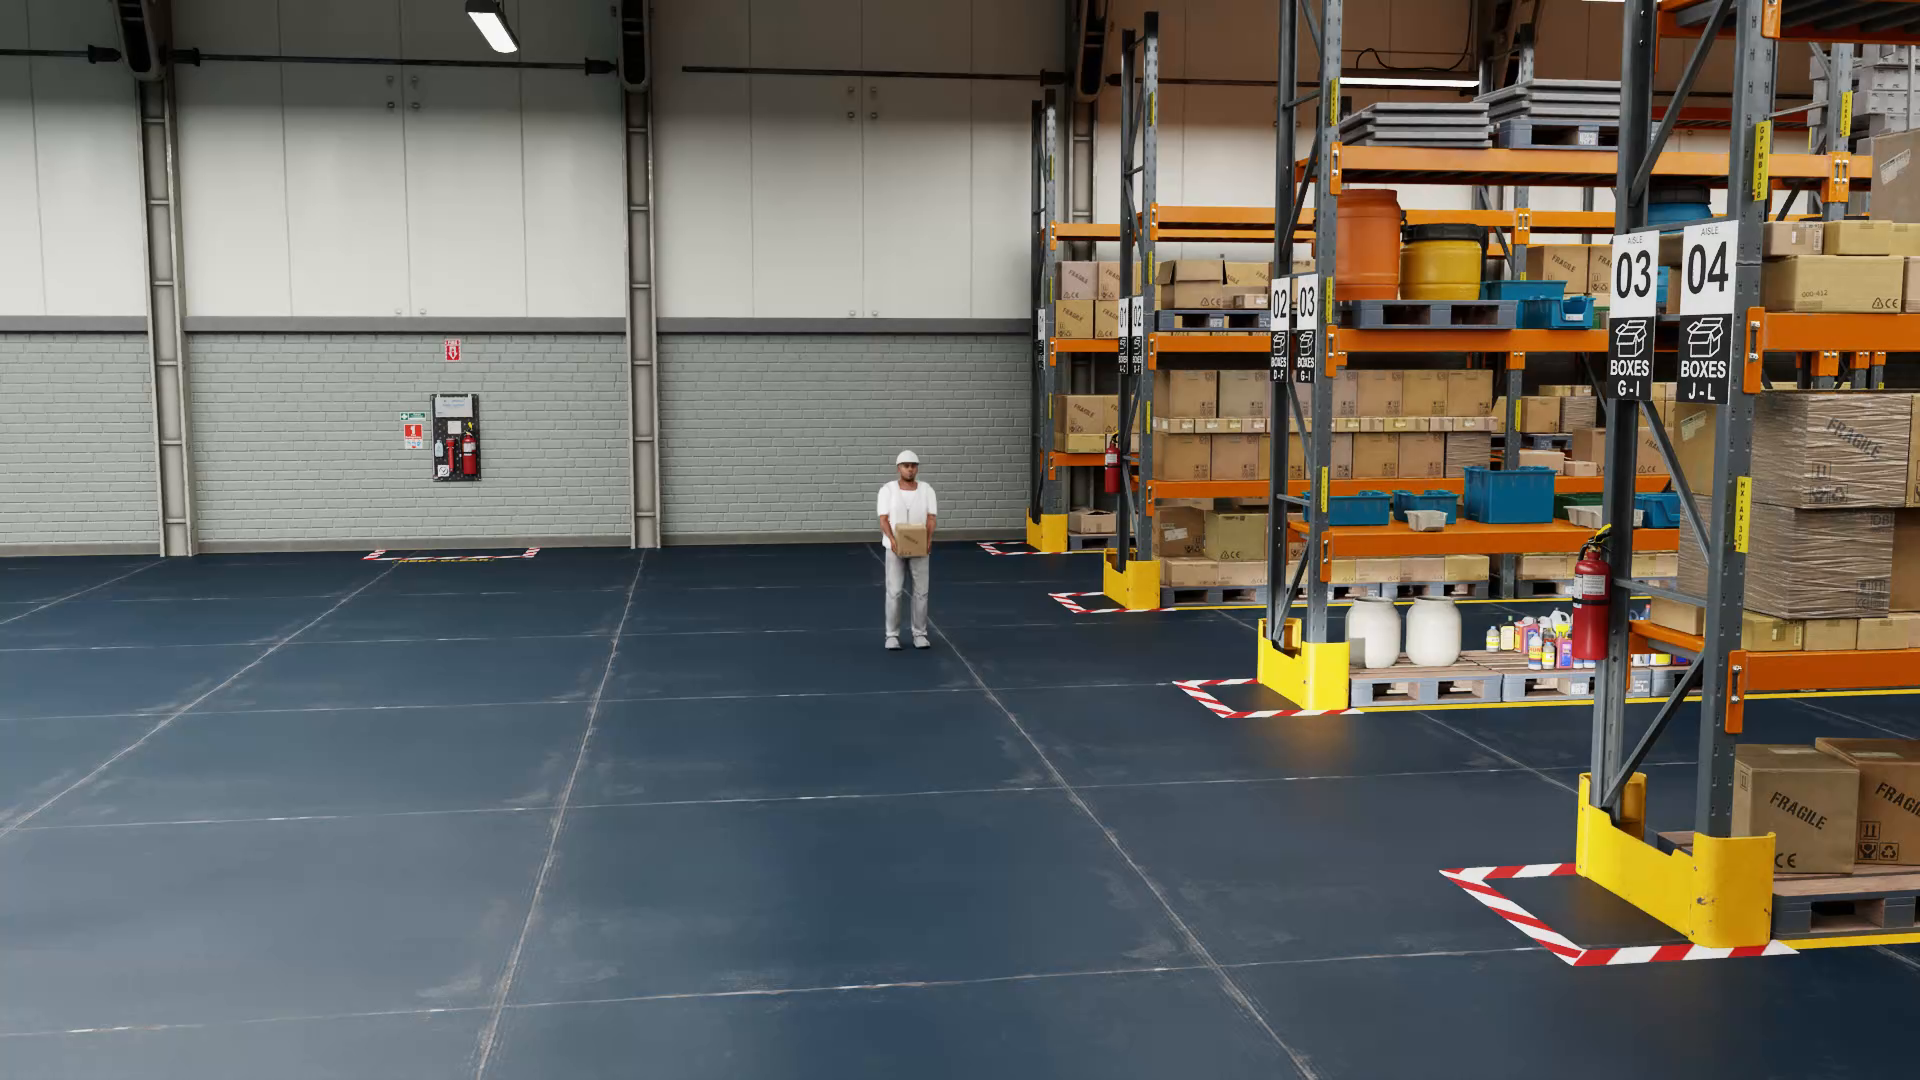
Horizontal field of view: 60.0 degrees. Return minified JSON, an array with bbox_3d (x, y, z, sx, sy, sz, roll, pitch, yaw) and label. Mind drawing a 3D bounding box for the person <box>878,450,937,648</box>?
[{"bbox_3d":[-0.457,0.088,14.819,0.535,1.769,0.560,-1,7,-9],"label":"person"}]
